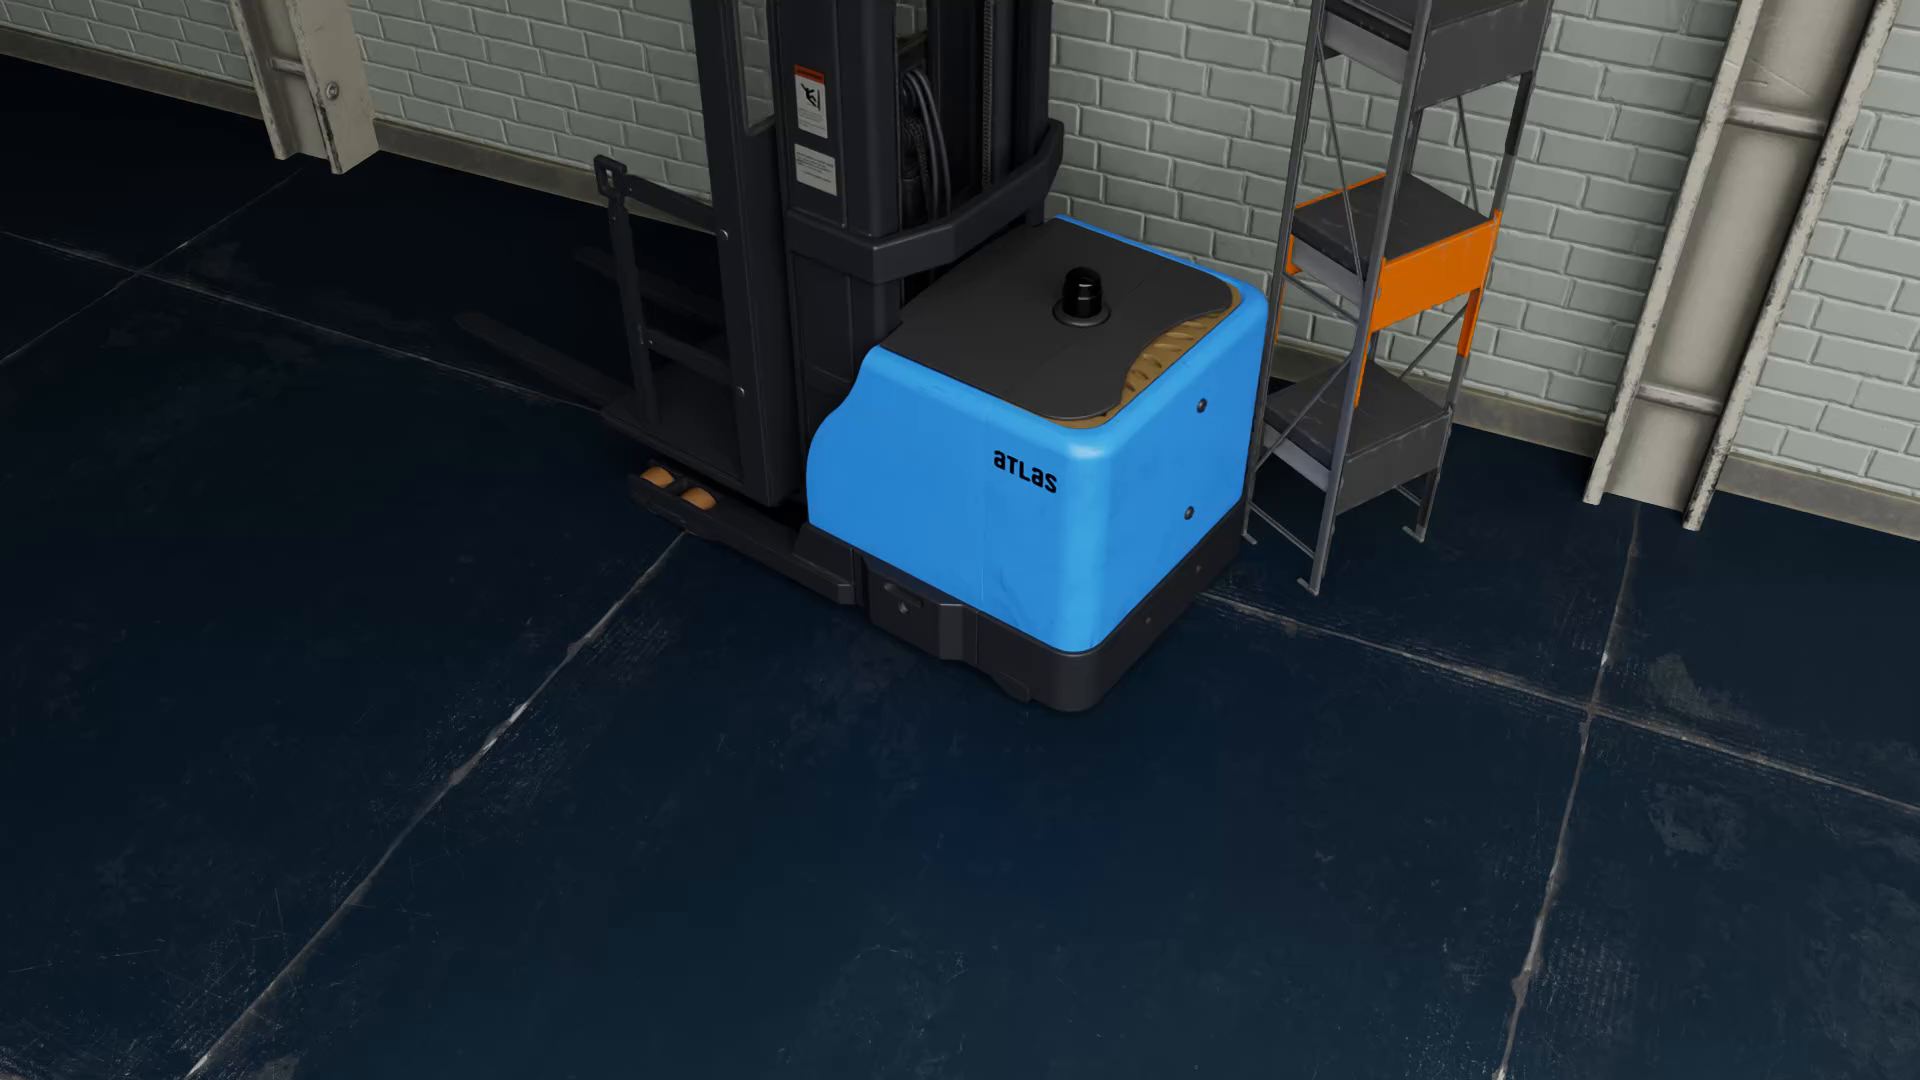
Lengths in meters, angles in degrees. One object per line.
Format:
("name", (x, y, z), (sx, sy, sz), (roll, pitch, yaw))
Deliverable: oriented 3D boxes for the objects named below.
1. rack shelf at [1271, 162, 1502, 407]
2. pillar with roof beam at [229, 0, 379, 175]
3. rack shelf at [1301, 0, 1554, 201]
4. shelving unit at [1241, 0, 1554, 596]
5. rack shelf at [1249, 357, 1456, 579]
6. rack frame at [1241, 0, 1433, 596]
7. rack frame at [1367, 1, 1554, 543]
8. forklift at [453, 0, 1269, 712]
("rack shelf", (1.281, -0.795, 5.085), (0.480, 0.518, 0.431), (-23, 46, -25))
("pillar with roof beam", (-4.803, -2.682, 1.973), (0.400, 9.000, 9.100), (17, 44, 19))
("rack shelf", (1.281, -1.324, 4.627), (0.480, 0.518, 0.431), (-23, 46, -25))
("shelving unit", (1.281, -0.806, 5.076), (0.503, 2.100, 0.431), (-23, 46, -25))
("rack shelf", (1.281, -0.266, 5.544), (0.480, 0.518, 0.431), (-23, 46, -25))
("rack frame", (1.078, -0.717, 4.975), (0.015, 2.100, 0.400), (-23, 46, -25))
("rack frame", (1.485, -0.894, 5.178), (0.015, 2.100, 0.400), (-23, 46, -25))
("forklift", (-0.541, -1.373, 5.096), (3.031, 2.935, 1.130), (26, 47, 27))
